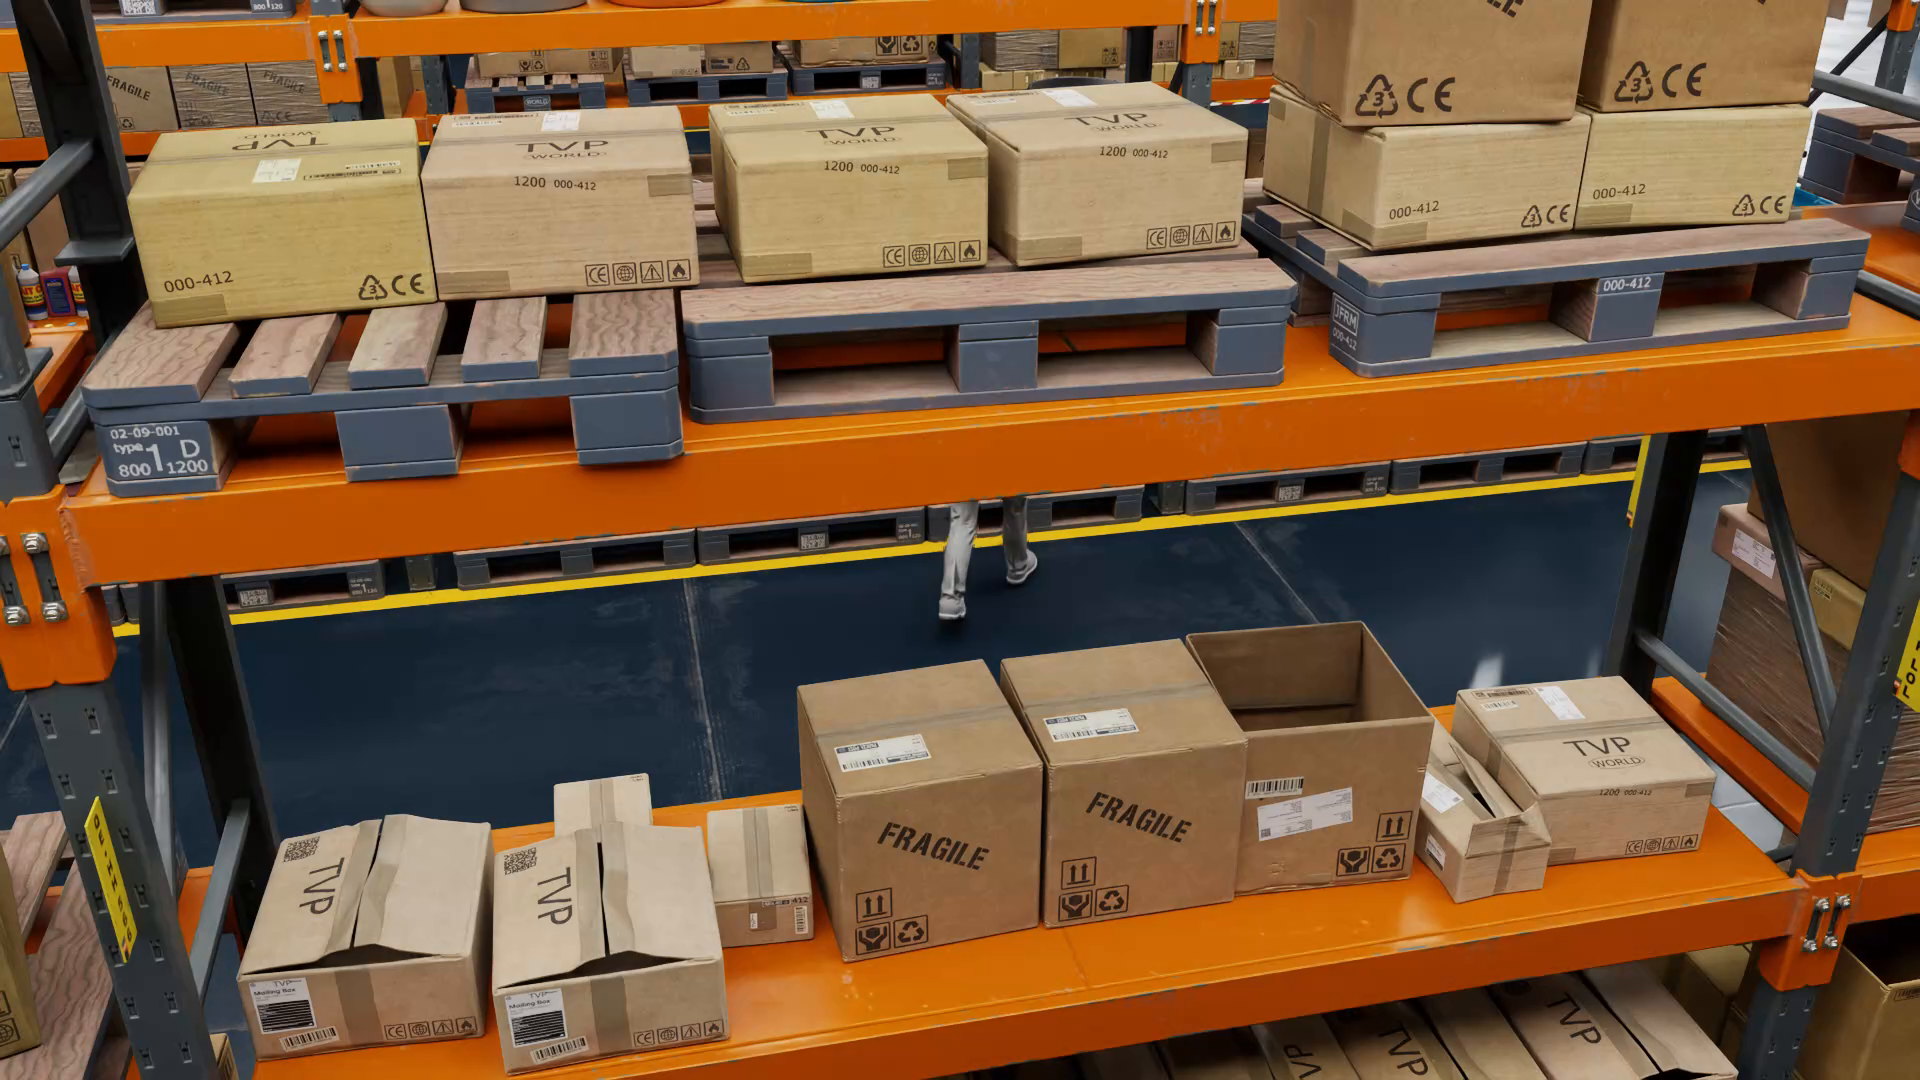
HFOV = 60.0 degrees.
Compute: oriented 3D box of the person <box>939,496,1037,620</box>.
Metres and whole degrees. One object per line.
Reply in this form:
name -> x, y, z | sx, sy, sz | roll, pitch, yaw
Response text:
person -> 0.136, -0.438, 7.964 | 0.506, 1.626, 0.884 | 6, 27, 11
